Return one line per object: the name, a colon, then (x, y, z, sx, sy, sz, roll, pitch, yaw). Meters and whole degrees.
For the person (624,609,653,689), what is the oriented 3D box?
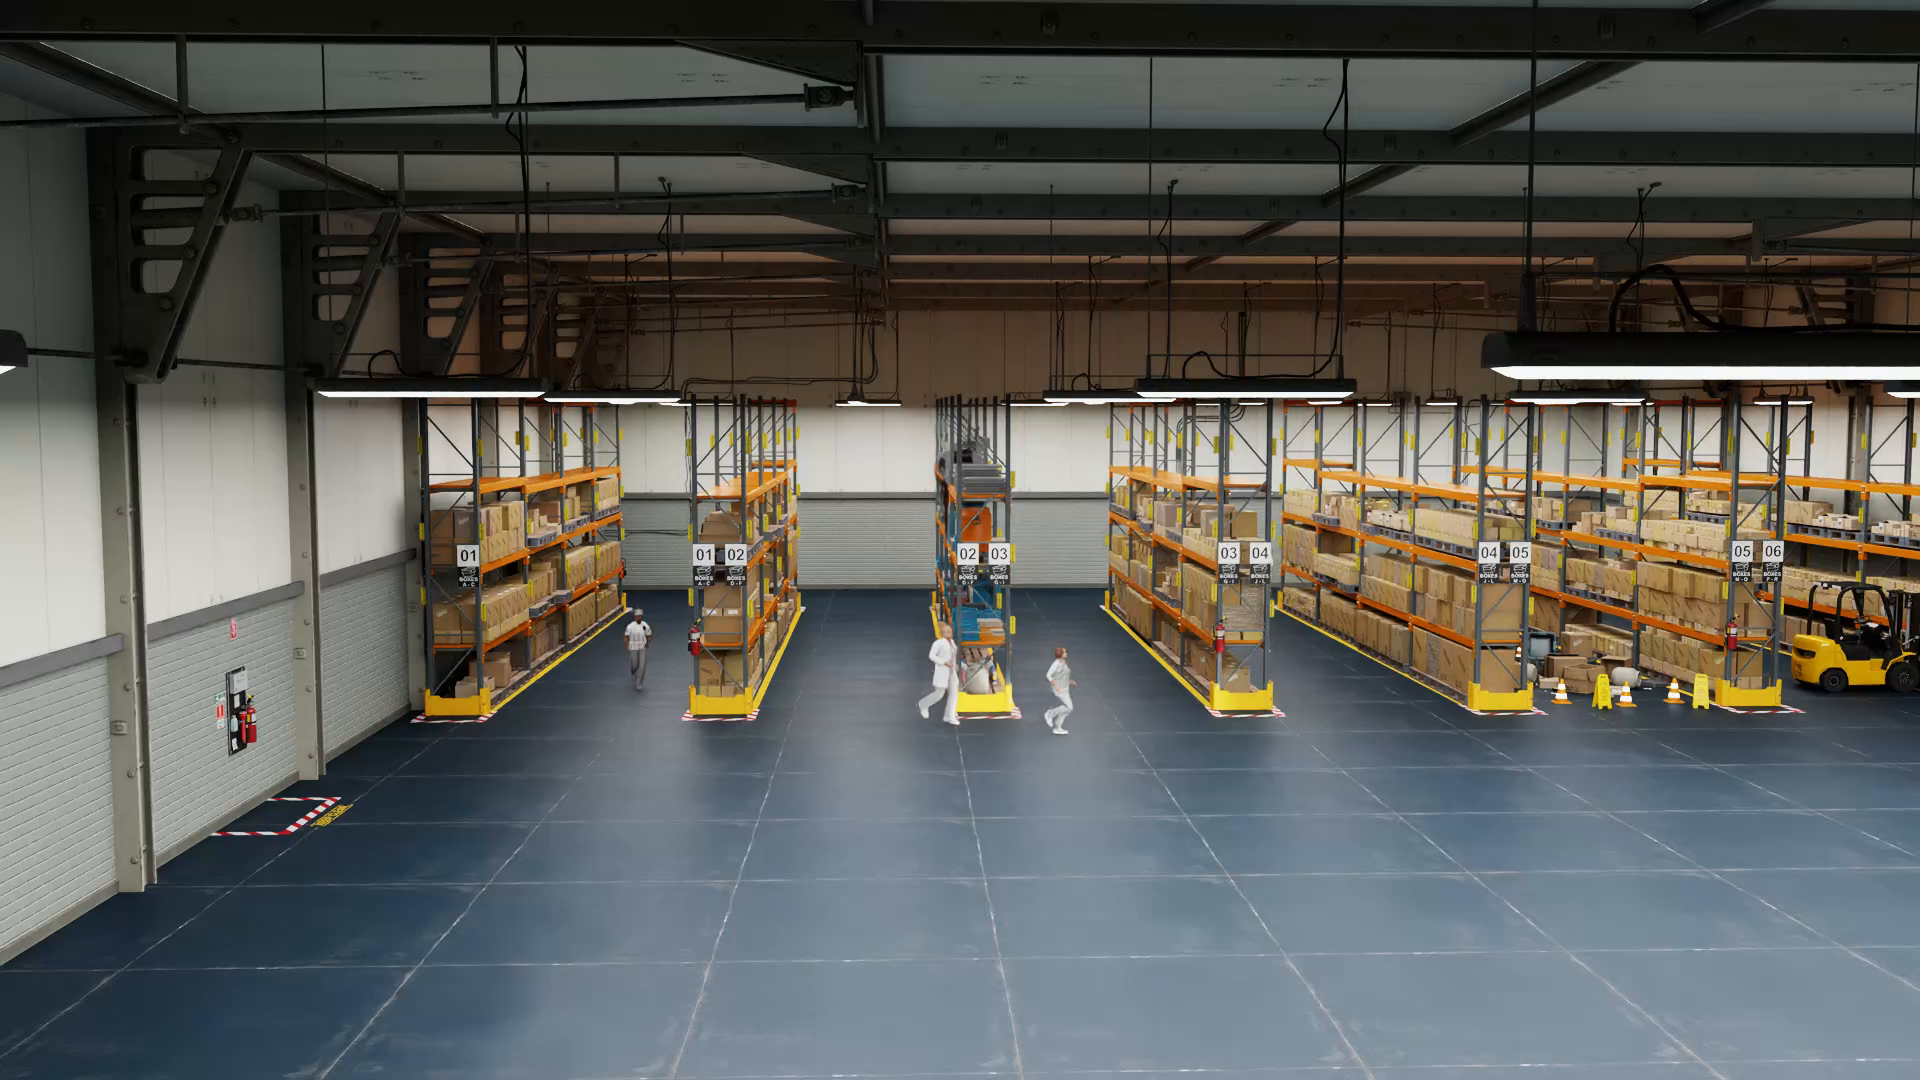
person: (-6.564, 2.229, 33.978, 0.574, 1.644, 0.561, -1, 5, -17)

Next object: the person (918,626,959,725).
person: (-0.295, 2.450, 30.444, 0.951, 1.768, 0.736, 4, 6, 43)

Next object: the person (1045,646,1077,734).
person: (1.783, 2.648, 29.305, 0.545, 1.552, 0.537, 2, 5, 22)
